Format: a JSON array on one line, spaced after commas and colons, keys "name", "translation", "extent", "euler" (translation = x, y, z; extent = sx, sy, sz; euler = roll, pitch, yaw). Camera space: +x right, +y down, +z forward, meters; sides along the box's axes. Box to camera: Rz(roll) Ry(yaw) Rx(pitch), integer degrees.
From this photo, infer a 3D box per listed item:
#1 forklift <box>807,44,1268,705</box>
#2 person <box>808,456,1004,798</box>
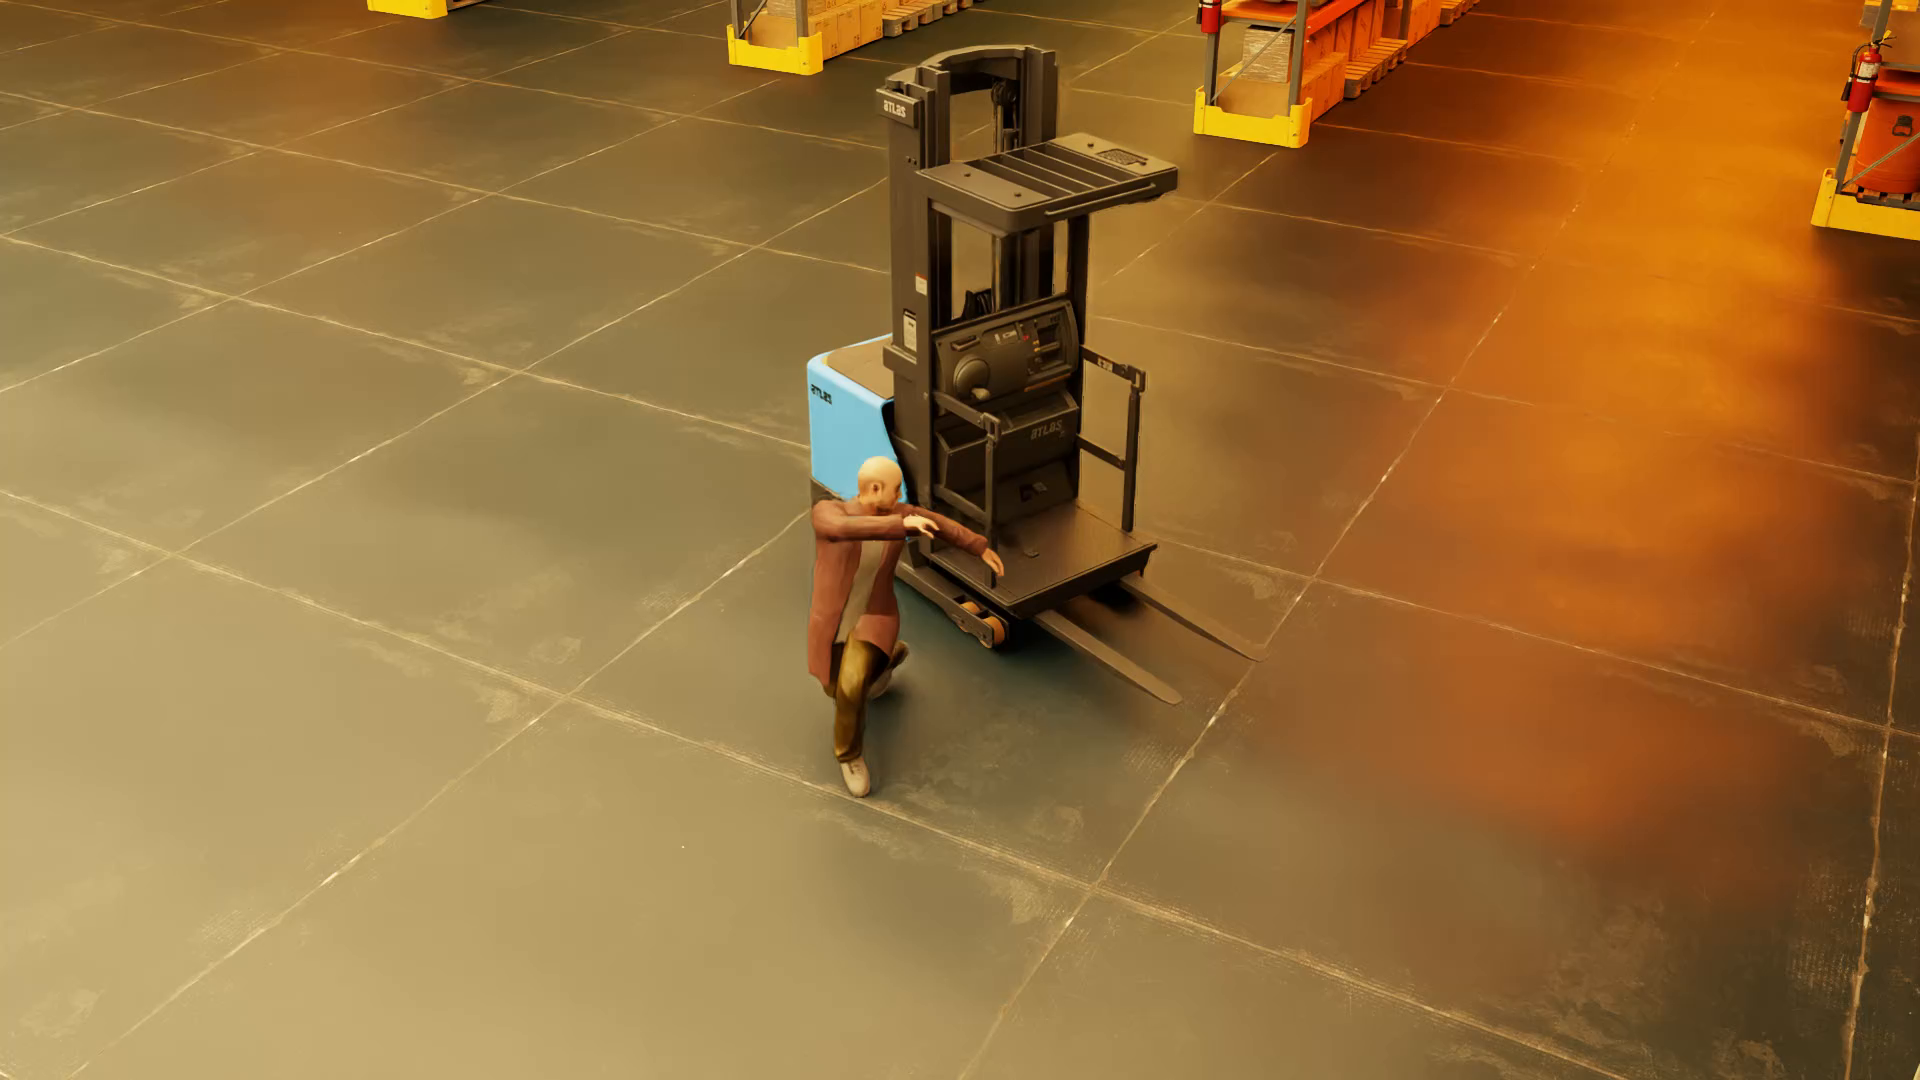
[{"name": "forklift", "translation": [0.389, -0.967, 8.747], "extent": [1.130, 2.935, 3.031], "euler": [-21, 36, -32]}, {"name": "person", "translation": [-0.270, 0.334, 7.961], "extent": [0.958, 1.478, 1.052], "euler": [1, 30, 2]}]
